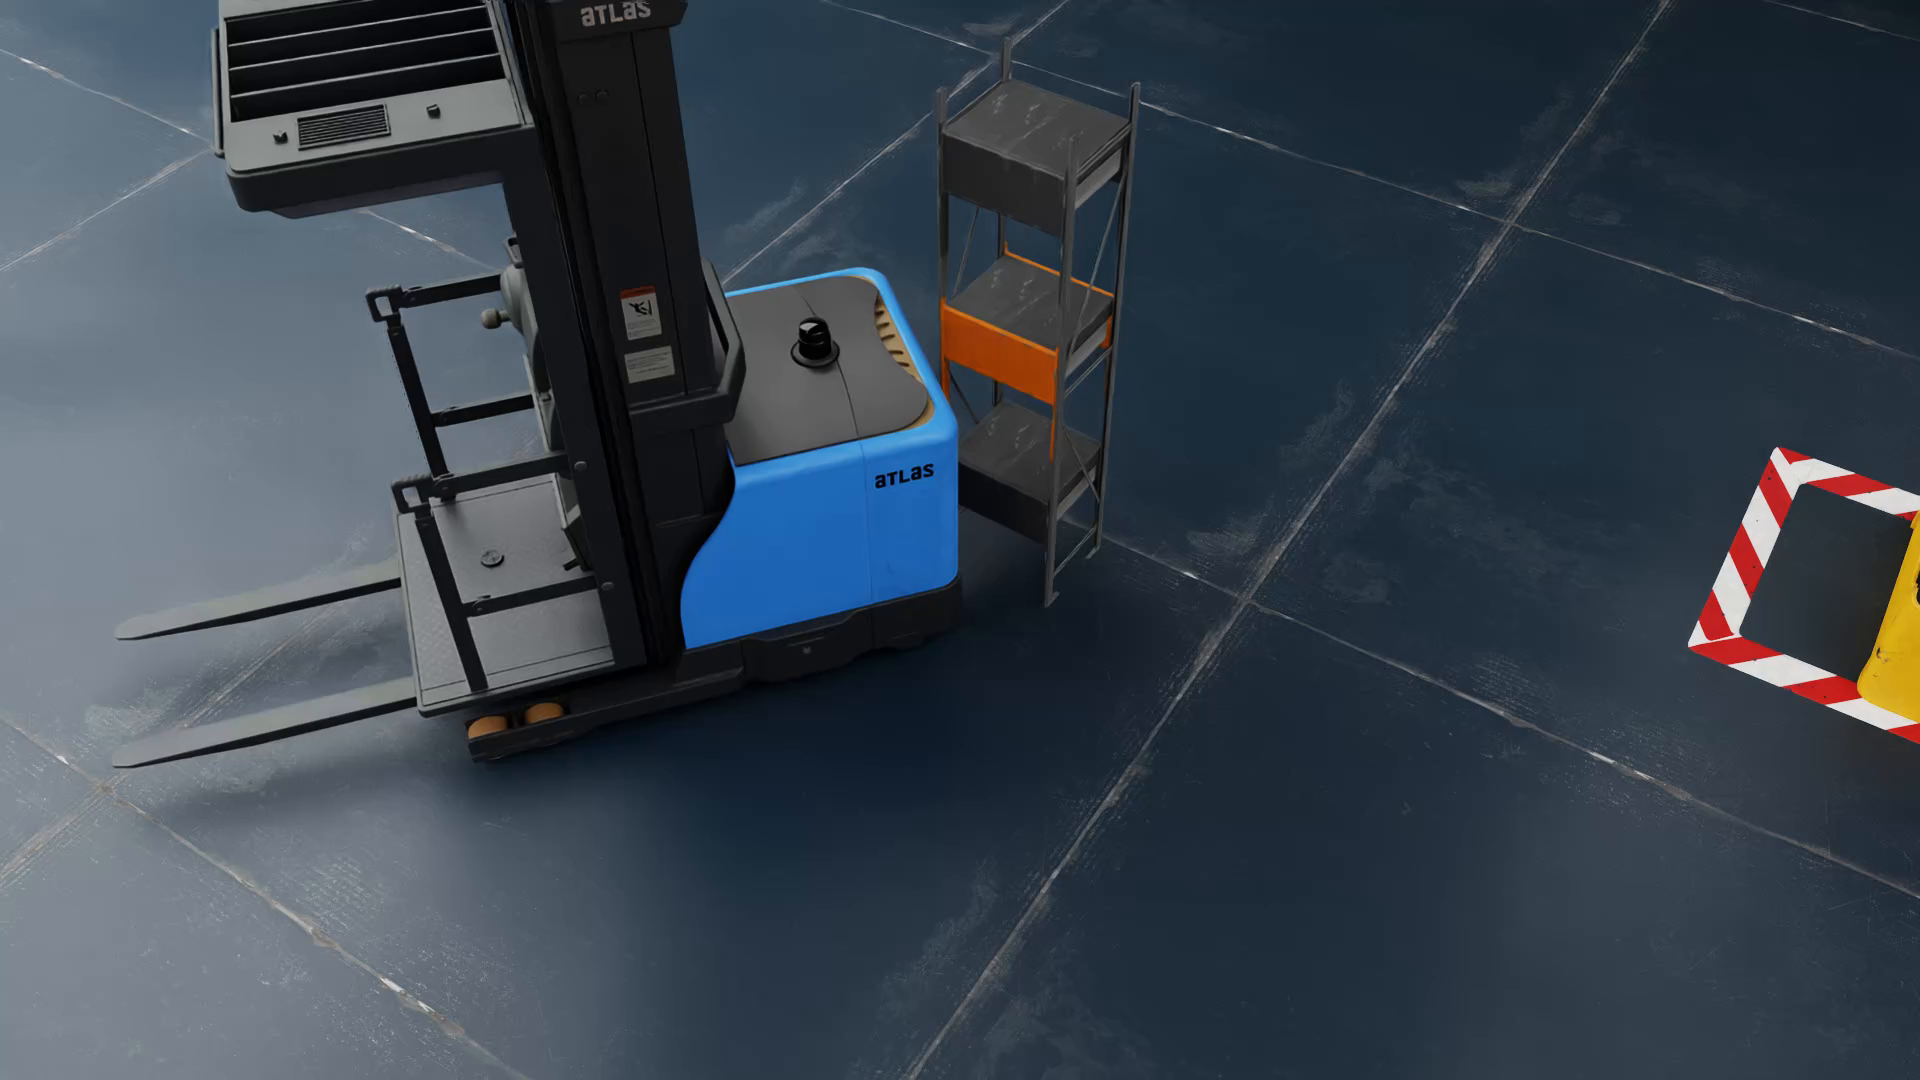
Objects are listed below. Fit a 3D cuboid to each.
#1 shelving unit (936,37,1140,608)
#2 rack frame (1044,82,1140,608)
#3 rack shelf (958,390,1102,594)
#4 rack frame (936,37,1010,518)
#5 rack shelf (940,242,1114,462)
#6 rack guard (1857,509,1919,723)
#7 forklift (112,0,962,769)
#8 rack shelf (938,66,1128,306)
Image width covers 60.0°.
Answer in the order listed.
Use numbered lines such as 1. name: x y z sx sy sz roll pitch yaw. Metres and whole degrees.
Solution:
1. shelving unit: 0.246 -0.686 5.952 0.503 2.100 0.431 26 51 23
2. rack frame: 0.447 -0.587 5.856 0.015 2.100 0.400 26 51 23
3. rack shelf: 0.246 -0.188 6.464 0.480 0.518 0.431 26 51 23
4. rack frame: 0.045 -0.785 6.048 0.015 2.100 0.400 26 51 23
5. rack shelf: 0.246 -0.676 5.962 0.480 0.518 0.431 26 51 23
6. rack guard: 3.783 0.120 6.285 0.348 0.500 1.175 25 51 22
7. forklift: -1.568 -0.659 5.346 3.031 2.935 1.130 -13 47 -13
8. rack shelf: 0.246 -1.164 5.460 0.480 0.518 0.431 26 51 23
